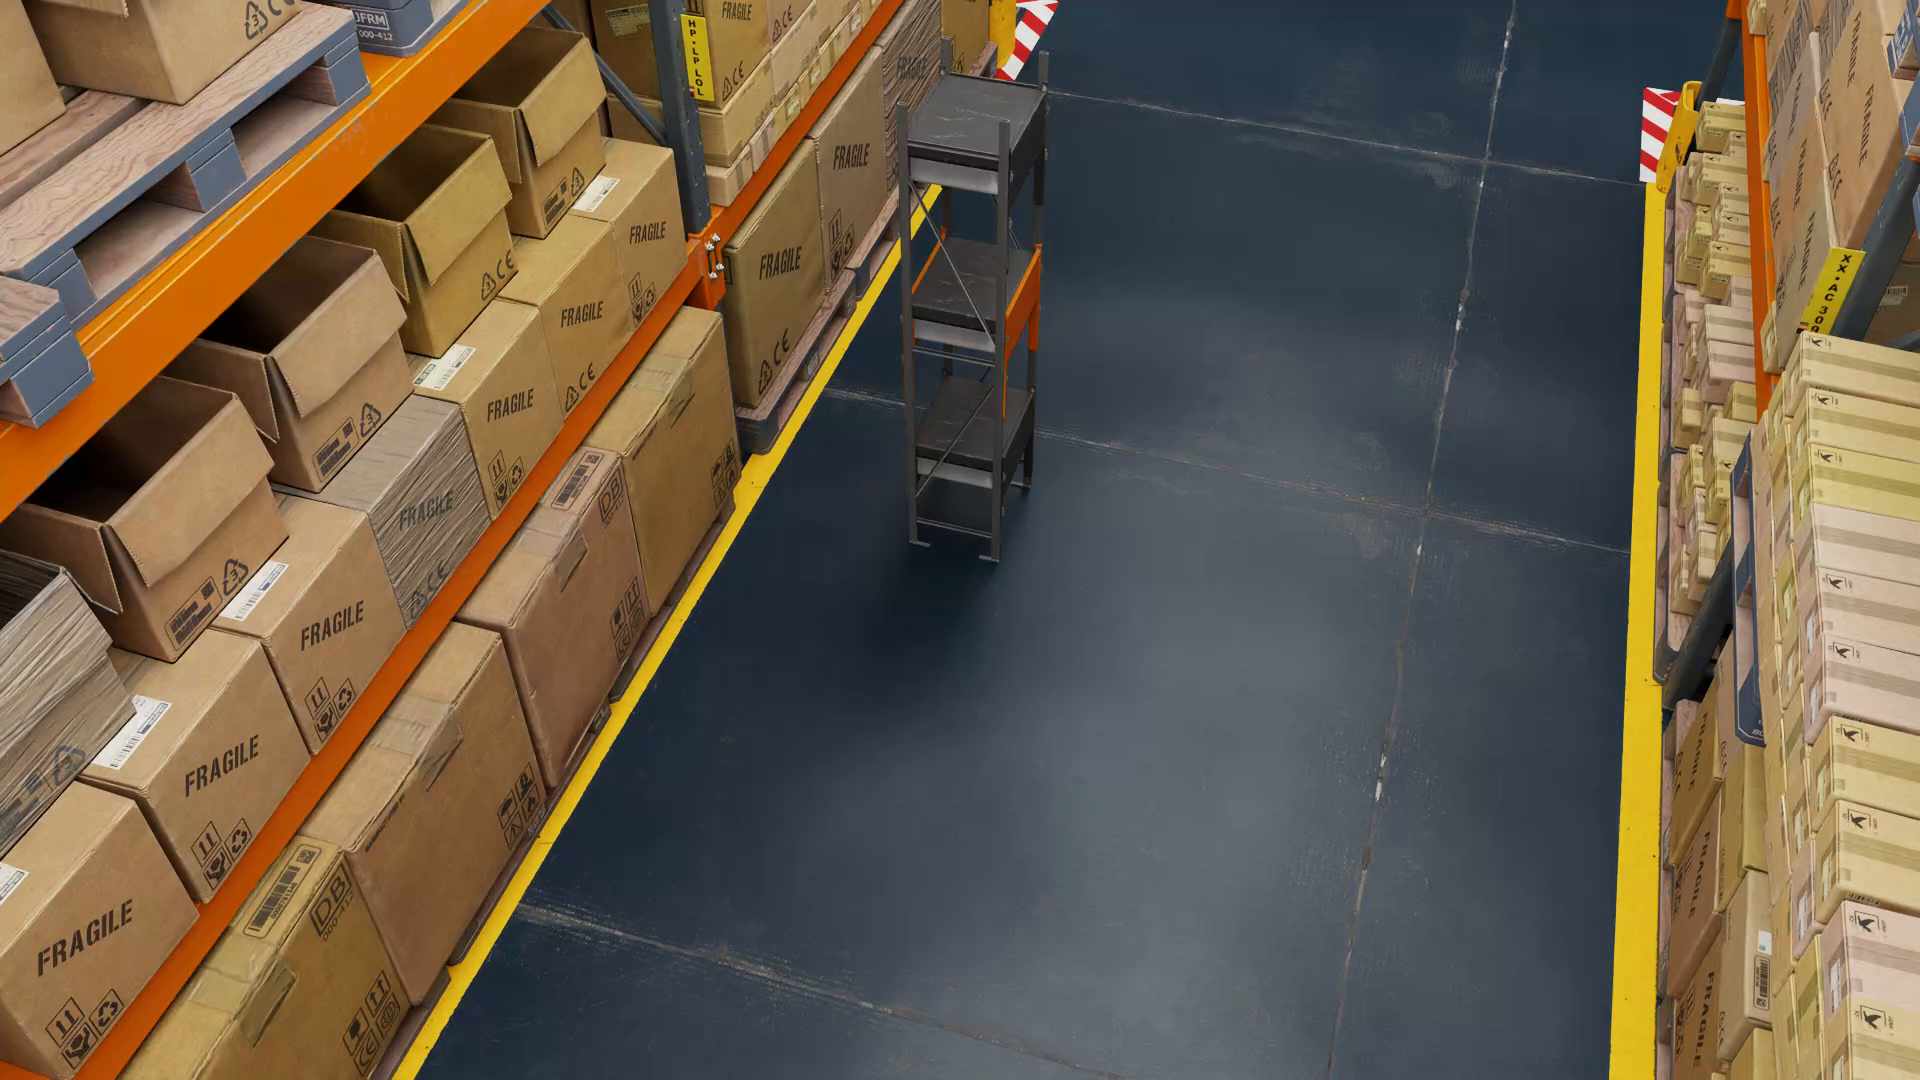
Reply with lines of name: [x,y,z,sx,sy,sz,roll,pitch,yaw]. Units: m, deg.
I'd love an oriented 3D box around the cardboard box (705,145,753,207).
cardboard box: [-1.065,-1.501,6.718,0.380,0.149,0.250,13,46,13]

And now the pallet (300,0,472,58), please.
pallet: [-1.702,-1.846,4.883,0.805,0.209,1.217,11,45,11]

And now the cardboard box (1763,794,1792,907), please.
cardboard box: [2.198,0.798,4.068,0.380,0.149,0.250,11,45,11]

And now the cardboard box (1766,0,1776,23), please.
cardboard box: [3.899,-2.551,7.327,0.500,0.500,0.500,13,46,13]

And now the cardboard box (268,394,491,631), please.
cardboard box: [-1.817,-0.119,5.054,0.500,0.500,0.500,13,46,13]

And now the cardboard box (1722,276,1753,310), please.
cardboard box: [3.589,-1.009,7.349,0.380,0.149,0.250,13,46,13]

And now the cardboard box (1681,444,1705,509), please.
cardboard box: [3.152,-0.226,6.761,0.380,0.149,0.250,11,45,11]

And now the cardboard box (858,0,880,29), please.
cardboard box: [-0.594,-2.540,7.780,0.380,0.149,0.250,11,46,11]

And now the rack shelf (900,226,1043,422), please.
rack shelf: [0.050,-0.851,6.537,0.431,0.518,0.480,13,46,12]

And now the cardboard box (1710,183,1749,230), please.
cardboard box: [3.791,-1.546,7.897,0.380,0.149,0.250,10,45,11]

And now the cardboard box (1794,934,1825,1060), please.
cardboard box: [2.040,1.042,3.606,0.380,0.149,0.250,12,46,12]

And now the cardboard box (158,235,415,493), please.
cardboard box: [-2.049,-0.558,4.786,0.797,0.503,0.637,14,46,14]

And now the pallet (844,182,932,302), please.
pallet: [-0.799,-1.773,8.810,1.003,0.211,1.213,13,46,12]

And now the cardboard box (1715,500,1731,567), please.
cardboard box: [3.085,0.018,6.299,0.380,0.149,0.250,14,46,14]

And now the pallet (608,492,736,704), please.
pallet: [-1.633,0.063,6.934,1.003,0.211,1.213,13,46,13]

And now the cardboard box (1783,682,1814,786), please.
cardboard box: [2.275,0.528,4.131,0.380,0.149,0.250,12,46,12]

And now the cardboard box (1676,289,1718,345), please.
cardboard box: [3.576,-1.018,7.783,0.380,0.149,0.250,10,45,11]

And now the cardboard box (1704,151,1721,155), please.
cardboard box: [4.033,-1.955,8.527,0.380,0.149,0.250,14,46,14]

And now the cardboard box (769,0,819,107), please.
cardboard box: [-0.924,-2.105,7.050,0.500,0.250,0.500,12,46,12]

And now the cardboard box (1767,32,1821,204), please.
cardboard box: [3.413,-1.547,6.301,0.500,0.500,0.500,12,46,12]

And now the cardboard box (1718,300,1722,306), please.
cardboard box: [3.693,-1.068,7.621,0.380,0.149,0.250,15,46,15]

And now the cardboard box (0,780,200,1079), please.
cardboard box: [-2.276,0.900,4.013,0.500,0.500,0.500,14,46,14]

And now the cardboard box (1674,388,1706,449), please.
cardboard box: [3.333,-0.501,7.254,0.380,0.149,0.250,12,46,12]

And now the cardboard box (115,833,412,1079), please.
cardboard box: [-2.454,1.356,4.837,1.225,0.875,0.875,11,45,11]

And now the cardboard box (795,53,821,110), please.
cardboard box: [-0.828,-2.027,7.256,0.380,0.149,0.250,11,46,11]

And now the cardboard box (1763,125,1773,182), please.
cardboard box: [3.493,-1.553,6.771,0.380,0.149,0.250,13,46,13]

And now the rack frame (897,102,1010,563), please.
rack frame: [-0.024,-0.698,6.361,0.400,2.100,0.015,13,46,12]

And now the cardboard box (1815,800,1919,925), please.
cardboard box: [2.119,0.762,3.679,0.380,0.149,0.250,15,46,14]

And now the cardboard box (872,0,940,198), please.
cardboard box: [-0.653,-2.471,8.748,0.875,0.875,0.875,13,46,13]

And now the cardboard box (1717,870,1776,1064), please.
cardboard box: [2.432,1.260,4.667,0.500,0.250,0.500,14,46,14]

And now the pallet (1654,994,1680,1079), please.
pallet: [2.623,1.986,4.969,1.003,0.211,1.213,13,46,13]

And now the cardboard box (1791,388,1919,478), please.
cardboard box: [2.589,-0.266,4.731,0.380,0.149,0.250,14,46,14]

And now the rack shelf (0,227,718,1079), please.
rack shelf: [-2.077,0.126,5.389,1.077,0.370,4.000,13,46,13]

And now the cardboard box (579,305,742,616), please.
cardboard box: [-1.646,-0.424,6.656,1.225,0.875,0.875,13,46,13]

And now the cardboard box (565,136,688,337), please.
cardboard box: [-1.353,-1.130,6.088,0.500,0.500,0.500,13,46,13]

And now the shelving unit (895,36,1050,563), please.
shelving unit: [0.050,-0.861,6.527,0.431,2.100,0.503,13,46,12]

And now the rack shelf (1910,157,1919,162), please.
rack shelf: [2.619,0.172,3.198,1.077,0.370,4.000,13,46,13]

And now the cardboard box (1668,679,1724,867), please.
cardboard box: [2.749,0.834,5.639,0.500,0.500,0.500,14,46,14]

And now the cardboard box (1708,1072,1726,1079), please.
cardboard box: [2.269,1.868,4.582,0.500,0.500,0.500,11,45,11]

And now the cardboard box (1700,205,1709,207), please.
cardboard box: [3.972,-1.670,8.449,0.380,0.149,0.250,12,46,12]

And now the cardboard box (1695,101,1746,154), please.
cardboard box: [3.954,-2.079,8.441,0.380,0.149,0.250,11,45,11]

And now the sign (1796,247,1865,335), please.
sign: [2.706,-0.765,5.167,0.100,0.325,0.005,13,46,13]

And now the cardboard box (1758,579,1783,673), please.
cardboard box: [2.433,0.278,4.600,0.380,0.149,0.250,13,46,13]

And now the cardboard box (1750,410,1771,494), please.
cardboard box: [2.667,-0.241,5.130,0.380,0.149,0.250,11,45,11]

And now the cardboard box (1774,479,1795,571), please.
cardboard box: [2.513,-0.002,4.673,0.380,0.149,0.250,14,46,13]

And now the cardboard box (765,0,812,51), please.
cardboard box: [-0.926,-2.376,6.791,0.500,0.500,0.500,13,46,13]

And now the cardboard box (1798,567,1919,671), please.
cardboard box: [2.354,0.240,4.213,0.380,0.149,0.250,12,46,12]

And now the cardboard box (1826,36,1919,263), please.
cardboard box: [3.110,-1.216,5.248,0.500,0.500,0.500,11,45,11]

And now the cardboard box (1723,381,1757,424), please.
cardboard box: [3.346,-0.485,6.812,0.380,0.149,0.250,14,46,14]

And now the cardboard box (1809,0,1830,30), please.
cardboard box: [3.571,-2.248,6.303,0.500,0.500,0.500,11,45,11]

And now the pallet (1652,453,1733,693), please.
pallet: [3.395,0.196,6.798,1.003,0.211,1.213,13,46,13]
